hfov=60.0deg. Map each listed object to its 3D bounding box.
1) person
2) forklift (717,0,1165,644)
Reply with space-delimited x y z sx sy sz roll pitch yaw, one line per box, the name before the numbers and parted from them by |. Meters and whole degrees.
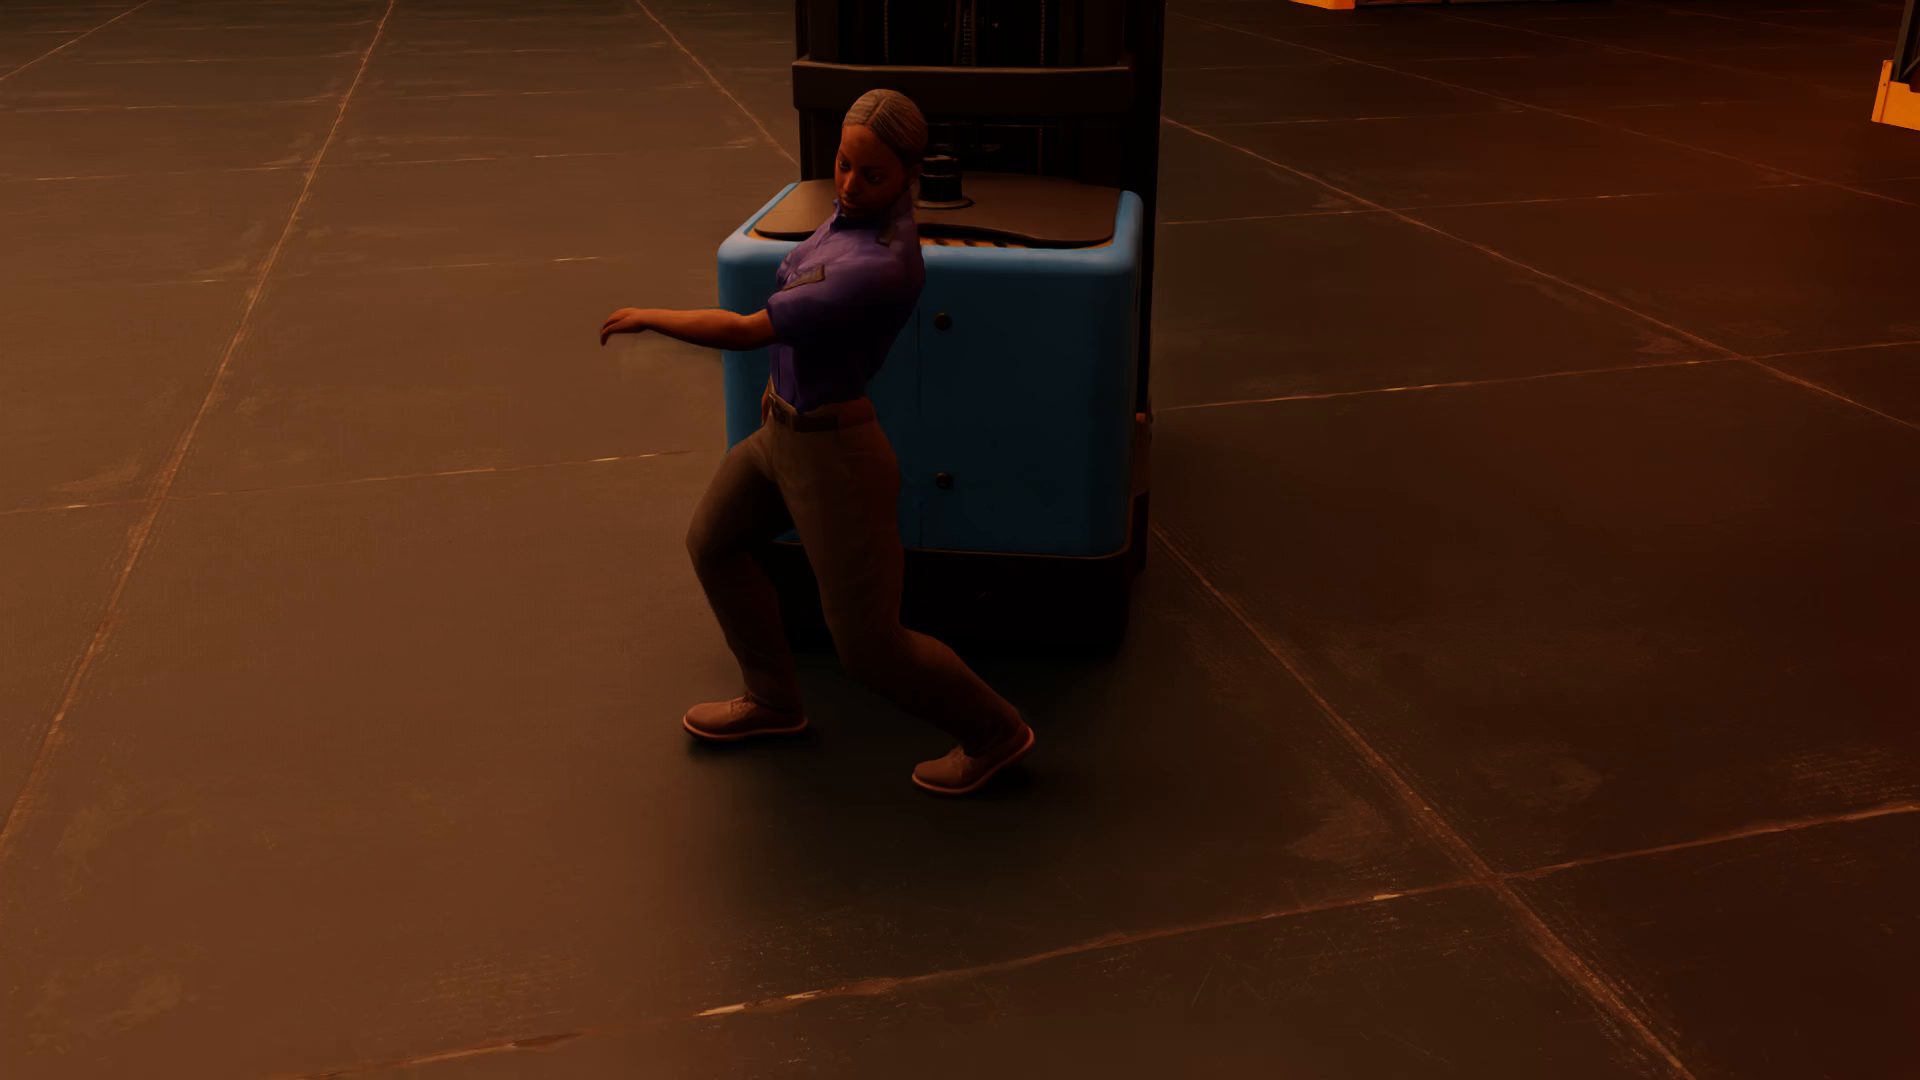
person | -0.319 -0.208 3.588 0.838 1.527 0.719 -9 25 -20
forklift | 0.089 -1.625 5.127 1.130 2.935 3.031 3 23 7
